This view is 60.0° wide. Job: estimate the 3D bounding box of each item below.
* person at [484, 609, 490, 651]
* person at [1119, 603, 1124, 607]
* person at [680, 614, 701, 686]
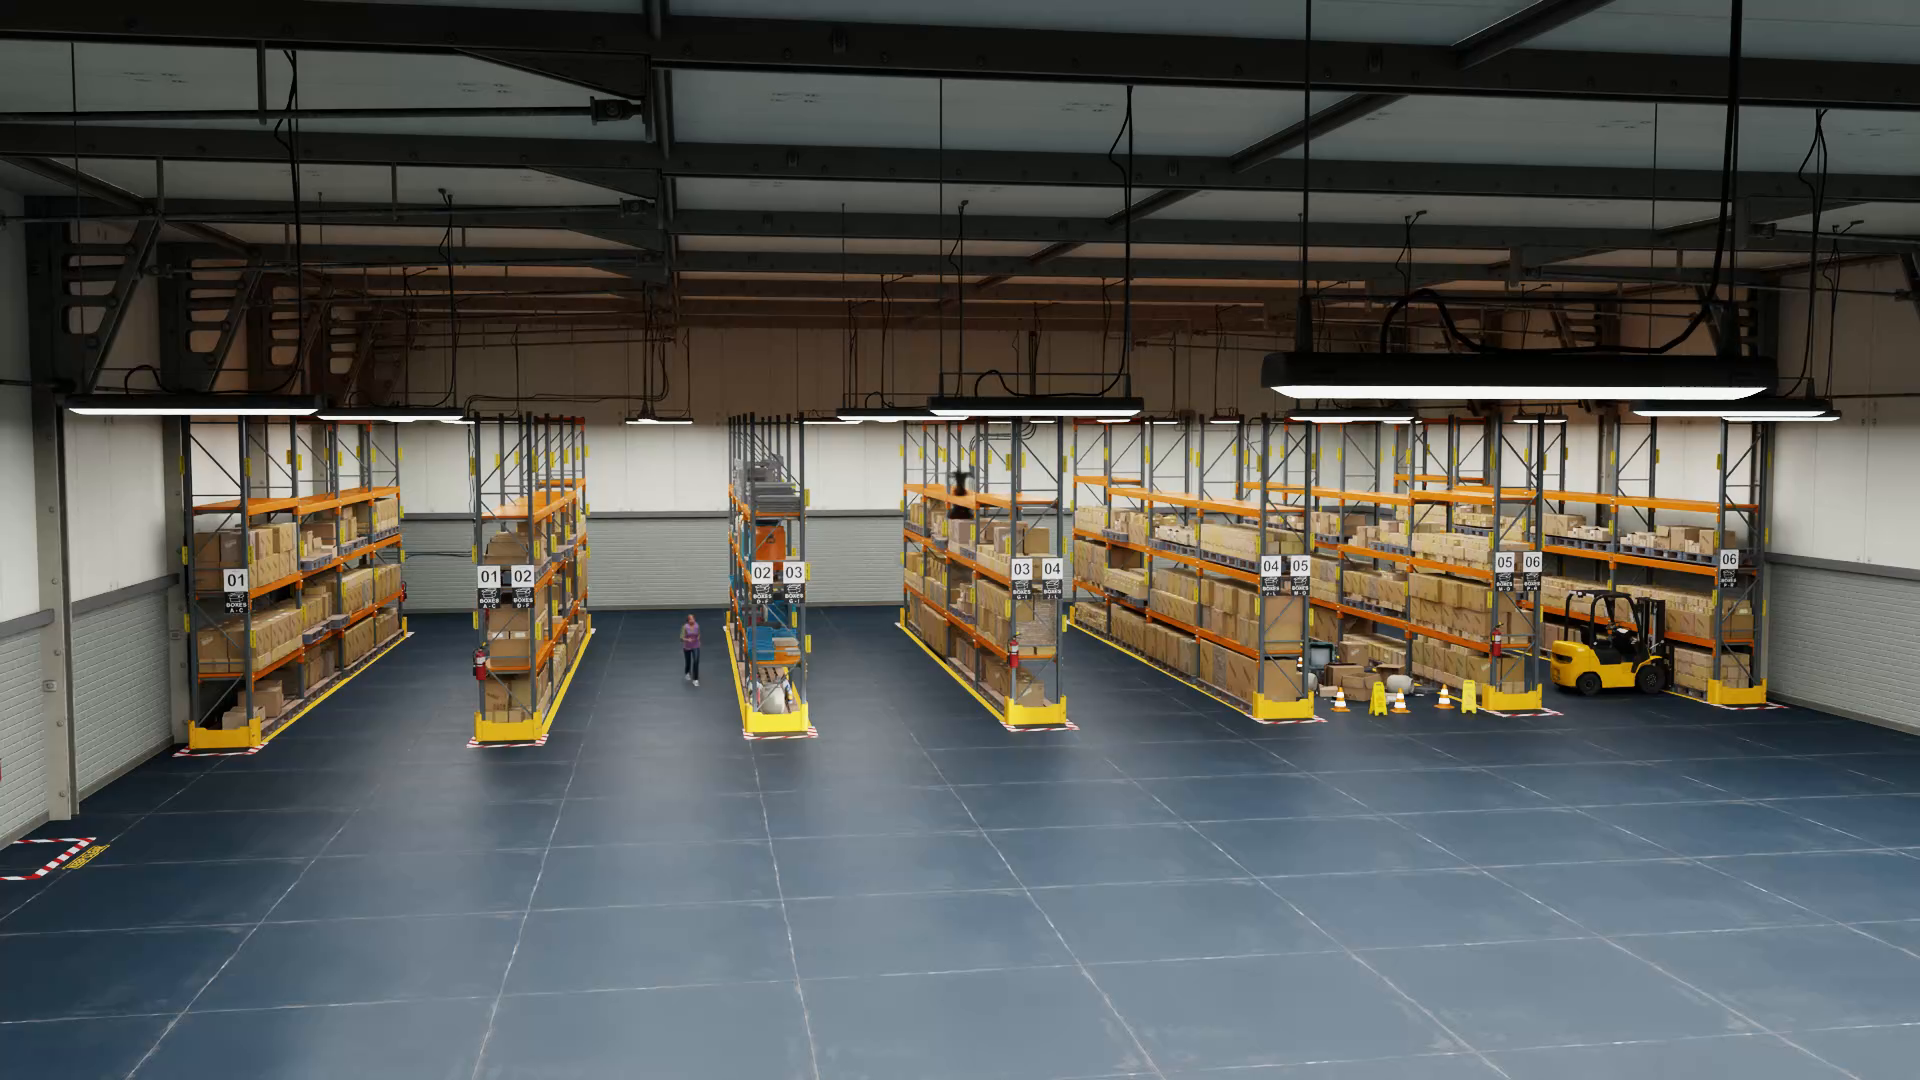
[{"bbox_3d":[-11.627,2.081,41.486,0.677,1.686,0.636,-1,4,-21],"label":"person"},{"bbox_3d":[4.975,1.566,49.383,0.853,1.628,0.642,3,5,38],"label":"person"},{"bbox_3d":[-5.980,2.406,36.910,0.486,1.575,0.923,-1,4,-15],"label":"person"}]
